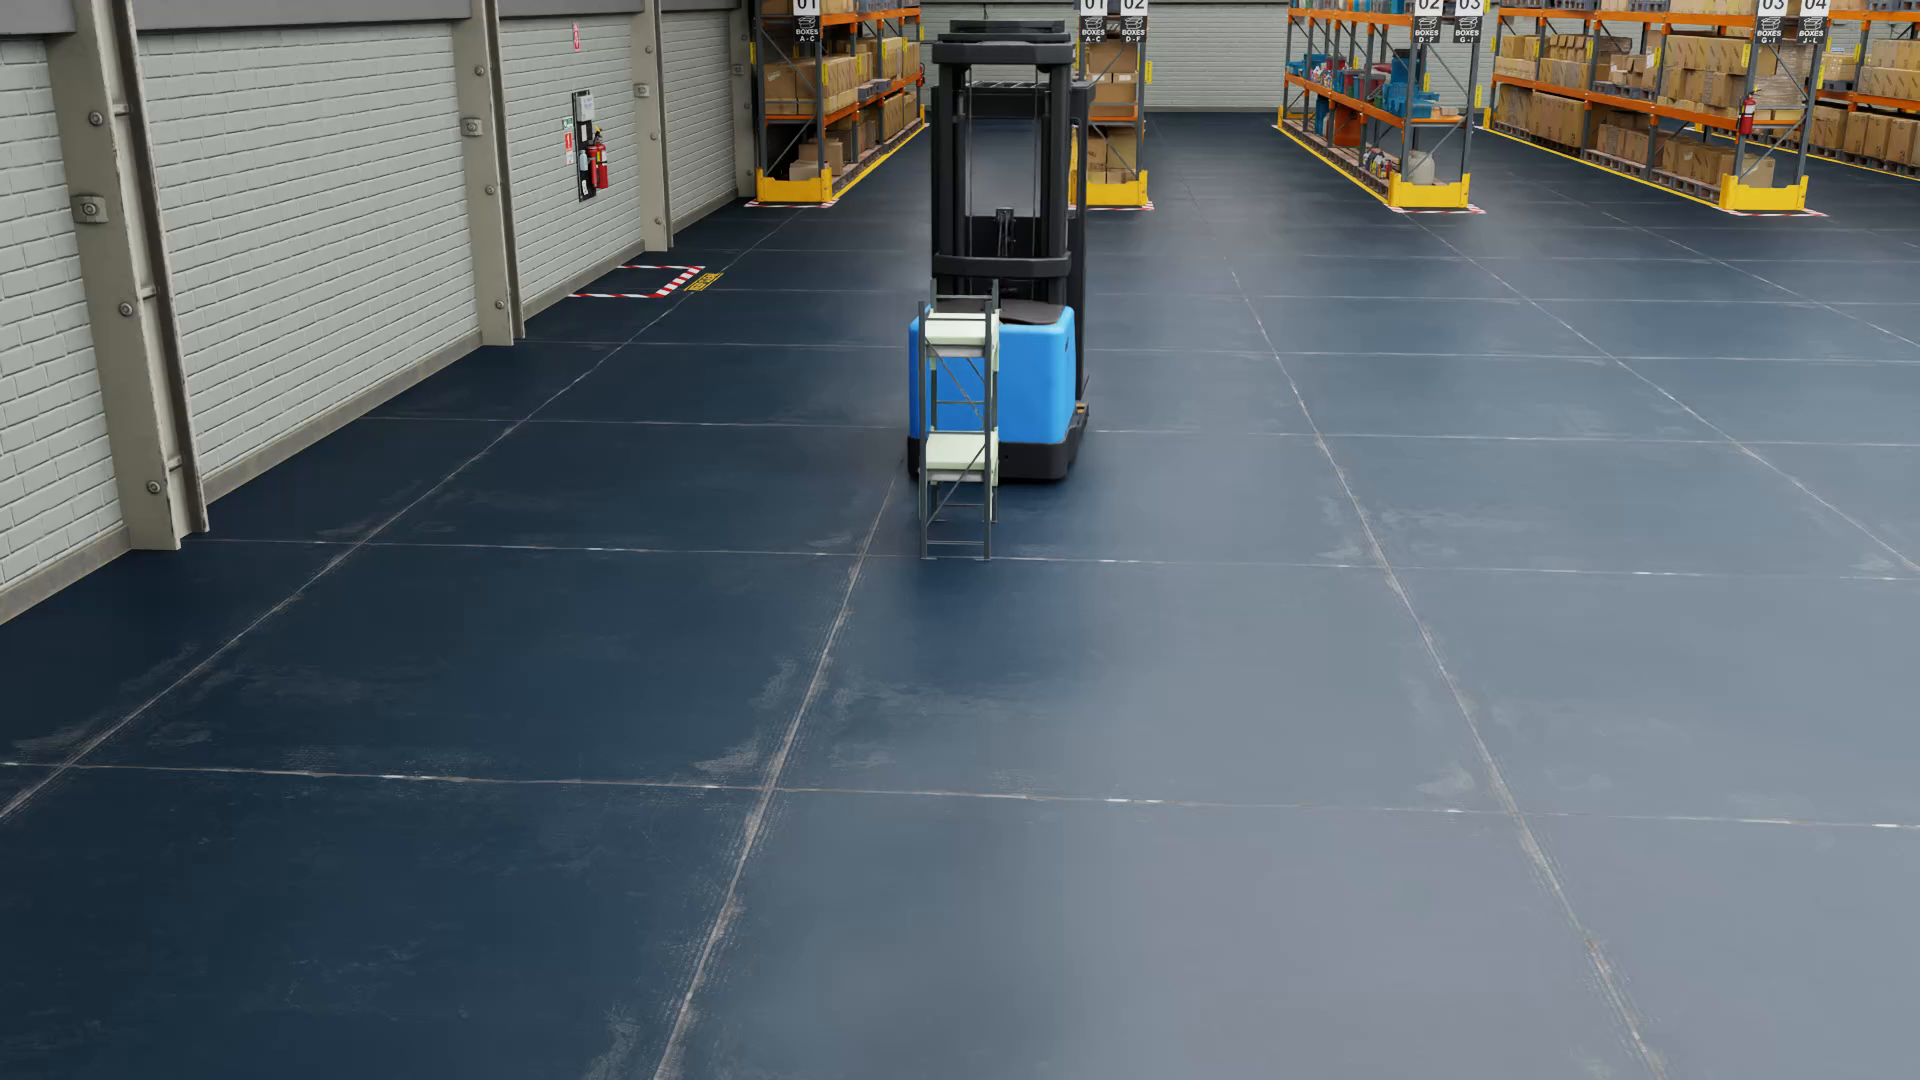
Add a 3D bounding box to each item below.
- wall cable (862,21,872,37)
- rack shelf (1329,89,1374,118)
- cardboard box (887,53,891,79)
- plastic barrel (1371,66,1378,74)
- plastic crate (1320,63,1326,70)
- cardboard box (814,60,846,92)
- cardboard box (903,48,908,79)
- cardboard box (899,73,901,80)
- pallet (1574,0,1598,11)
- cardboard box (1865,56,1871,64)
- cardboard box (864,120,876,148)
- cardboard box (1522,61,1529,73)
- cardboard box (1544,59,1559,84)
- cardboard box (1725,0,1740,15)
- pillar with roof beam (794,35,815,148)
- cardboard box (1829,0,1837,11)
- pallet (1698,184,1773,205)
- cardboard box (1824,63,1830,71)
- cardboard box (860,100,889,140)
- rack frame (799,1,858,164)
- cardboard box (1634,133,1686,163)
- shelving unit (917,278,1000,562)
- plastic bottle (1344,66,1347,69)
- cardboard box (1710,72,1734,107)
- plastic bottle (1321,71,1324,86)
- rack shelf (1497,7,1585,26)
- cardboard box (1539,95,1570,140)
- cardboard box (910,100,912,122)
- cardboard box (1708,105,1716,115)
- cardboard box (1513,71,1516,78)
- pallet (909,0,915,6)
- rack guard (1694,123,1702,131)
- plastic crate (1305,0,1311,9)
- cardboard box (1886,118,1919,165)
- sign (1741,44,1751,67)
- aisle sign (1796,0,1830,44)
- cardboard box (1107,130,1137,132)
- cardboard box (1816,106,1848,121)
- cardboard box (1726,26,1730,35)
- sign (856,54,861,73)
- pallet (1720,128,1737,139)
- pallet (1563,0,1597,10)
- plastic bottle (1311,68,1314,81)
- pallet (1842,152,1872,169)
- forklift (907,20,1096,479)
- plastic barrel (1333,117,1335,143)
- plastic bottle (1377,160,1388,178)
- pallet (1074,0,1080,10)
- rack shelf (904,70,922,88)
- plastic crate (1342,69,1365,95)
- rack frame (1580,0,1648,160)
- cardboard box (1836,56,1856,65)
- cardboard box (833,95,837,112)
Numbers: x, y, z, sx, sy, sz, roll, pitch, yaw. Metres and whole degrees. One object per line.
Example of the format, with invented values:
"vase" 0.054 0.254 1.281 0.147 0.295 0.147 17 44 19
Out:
"wall cable" -2.333 -12.656 42.099 0.084 1.984 1.851 1 18 4
"rack shelf" 7.684 -8.086 30.938 1.077 0.370 4.000 1 18 4
"cardboard box" -1.718 -9.776 34.270 0.500 0.500 0.500 2 18 6
"plastic barrel" 7.936 -8.647 31.315 0.421 0.512 0.421 0 18 0
"plastic crate" 8.407 -10.733 37.957 0.437 0.282 0.530 1 18 4
"cardboard box" -2.180 -7.696 27.596 0.500 0.500 0.500 2 18 6
"cardboard box" -1.713 -10.823 37.654 0.980 0.700 0.700 2 18 5
"cardboard box" -1.504 -10.212 36.643 0.380 0.149 0.250 2 18 5
"pallet" 12.761 -10.475 32.560 1.213 0.211 1.003 2 18 6
"cardboard box" 17.950 -9.382 32.511 0.380 0.149 0.250 1 18 2
"cardboard box" -2.054 -8.066 33.031 0.700 0.500 0.500 2 18 5
"cardboard box" 12.859 -10.554 37.079 0.500 0.250 0.500 2 18 6
"cardboard box" 12.737 -9.935 35.264 0.500 0.500 0.500 1 18 4
"cardboard box" 12.008 -8.118 25.305 0.500 0.250 0.500 1 18 4
"pillar with roof beam" 1.283 -11.640 30.996 9.100 9.000 0.400 1 18 4
"cardboard box" 17.557 -10.763 32.975 0.500 0.500 0.500 1 18 4
"pallet" 12.293 -5.404 26.075 1.003 0.211 1.213 1 18 4
"cardboard box" 17.322 -9.346 32.880 0.380 0.149 0.250 2 18 5
"cardboard box" -1.871 -8.673 34.354 0.750 0.750 0.750 1 18 3
"rack frame" -2.341 -8.028 29.605 1.000 3.000 0.127 1 18 4
"cardboard box" 12.599 -7.055 29.945 0.700 0.500 0.500 1 18 4
"shelving unit" 0.000 -0.711 9.683 0.431 1.500 0.755 1 18 4
"plastic bottle" 8.217 -9.921 35.462 0.144 0.351 0.185 1 18 4
"cardboard box" 12.177 -6.971 25.741 0.875 0.500 0.500 1 18 4
"plastic bottle" 7.535 -9.582 34.537 0.061 0.283 0.133 1 18 4
"rack shelf" 13.197 -11.885 37.716 1.077 0.370 4.000 1 18 4
"cardboard box" 12.965 -8.894 34.986 1.225 0.875 0.875 1 18 2
"cardboard box" -1.503 -10.235 39.682 0.700 0.500 0.500 1 18 2
"cardboard box" 12.082 -6.816 26.310 0.380 0.149 0.250 1 18 4
"cardboard box" 12.860 -10.641 37.985 0.380 0.149 0.250 2 18 5
"pallet" -1.609 -12.527 38.662 1.003 0.211 1.213 1 18 4
"rack guard" 18.275 -10.069 39.850 1.175 0.500 0.348 1 18 4
"plastic crate" 7.843 -11.754 36.501 0.450 0.188 0.662 1 18 4
"cardboard box" 17.448 -7.179 29.952 1.050 0.750 0.750 1 18 4
"sign" 11.642 -7.173 24.629 0.100 0.325 0.005 1 18 4
"aisle sign" 12.489 -7.663 24.317 0.394 0.787 0.004 1 18 4
"cardboard box" 2.684 -6.553 27.640 0.500 0.500 0.500 1 18 4
"cardboard box" 17.520 -8.540 33.303 0.500 0.250 0.500 2 18 5
"cardboard box" 17.954 -11.654 38.429 0.500 0.500 0.500 2 18 6
"sign" -1.799 -8.429 29.440 0.100 0.325 0.005 1 18 4
"pallet" 18.092 -9.303 37.974 1.003 0.211 1.213 1 18 4
"pallet" 12.838 -10.822 33.620 1.003 0.211 1.213 2 18 6
"plastic bottle" 7.652 -10.090 36.086 0.061 0.283 0.133 1 18 4
"pallet" 17.576 -7.228 31.642 1.003 0.211 1.213 1 18 4
"forklift" 0.378 -2.209 11.956 1.130 2.935 3.031 3 18 8
"plastic barrel" 7.796 -8.396 34.050 0.421 0.512 0.421 0 18 0
"plastic bottle" 6.993 -6.137 27.502 0.152 0.276 0.135 1 18 4
"pallet" 2.985 -11.216 34.819 1.213 0.211 1.003 1 18 4
"rack shelf" -1.624 -10.792 39.195 1.077 0.370 4.000 1 18 4
"plastic crate" 7.406 -8.584 31.201 0.402 0.464 0.583 1 18 4
"rack frame" 12.767 -8.938 32.384 1.000 3.000 0.127 1 18 4
"cardboard box" 17.285 -9.322 32.327 0.380 0.149 0.250 1 18 2
"cardboard box" -2.253 -7.030 26.768 0.500 0.250 0.500 1 18 2
